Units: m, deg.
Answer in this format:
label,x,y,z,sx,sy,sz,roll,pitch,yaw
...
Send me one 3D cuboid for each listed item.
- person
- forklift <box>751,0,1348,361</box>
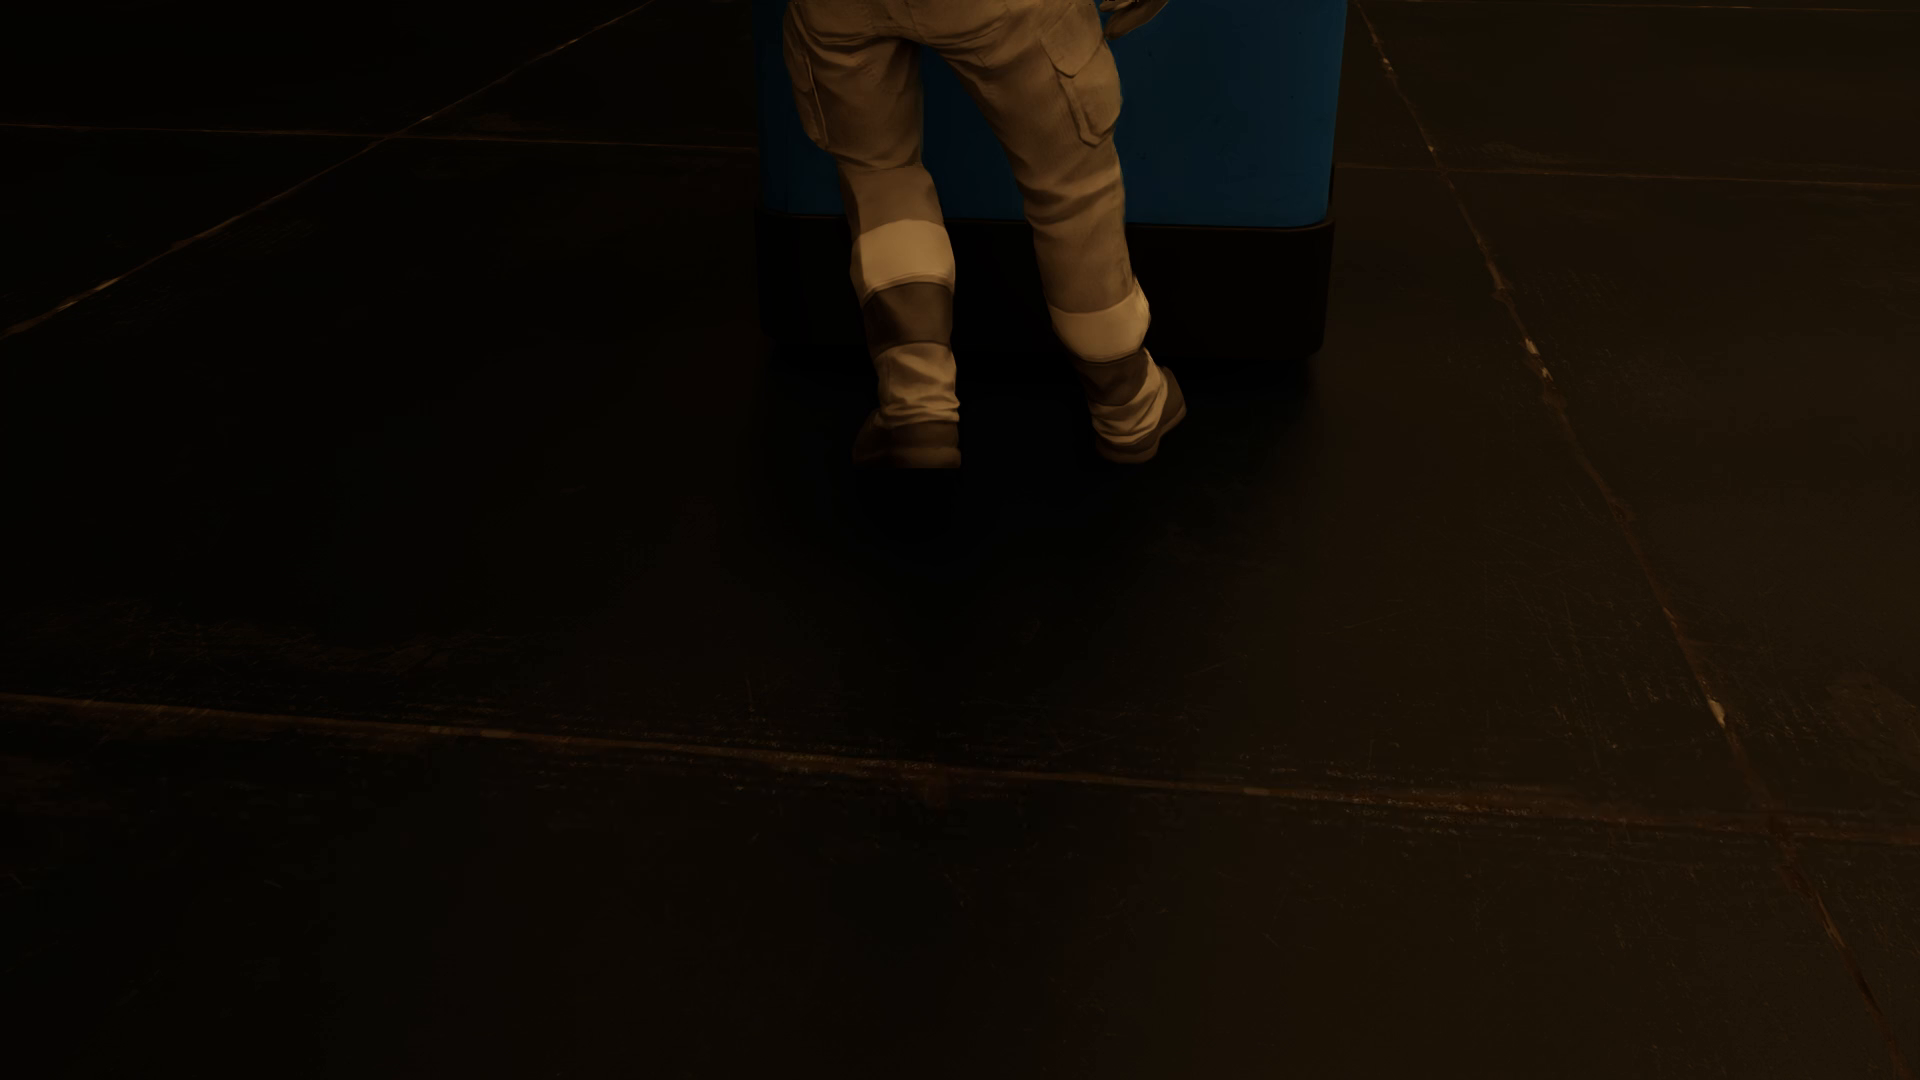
label,x,y,z,sx,sy,sz,roll,pitch,yaw
person,-0.011,-0.897,2.383,0.718,1.737,0.696,7,27,13
forklift,0.288,-2.260,3.747,1.130,2.935,3.031,3,27,5
